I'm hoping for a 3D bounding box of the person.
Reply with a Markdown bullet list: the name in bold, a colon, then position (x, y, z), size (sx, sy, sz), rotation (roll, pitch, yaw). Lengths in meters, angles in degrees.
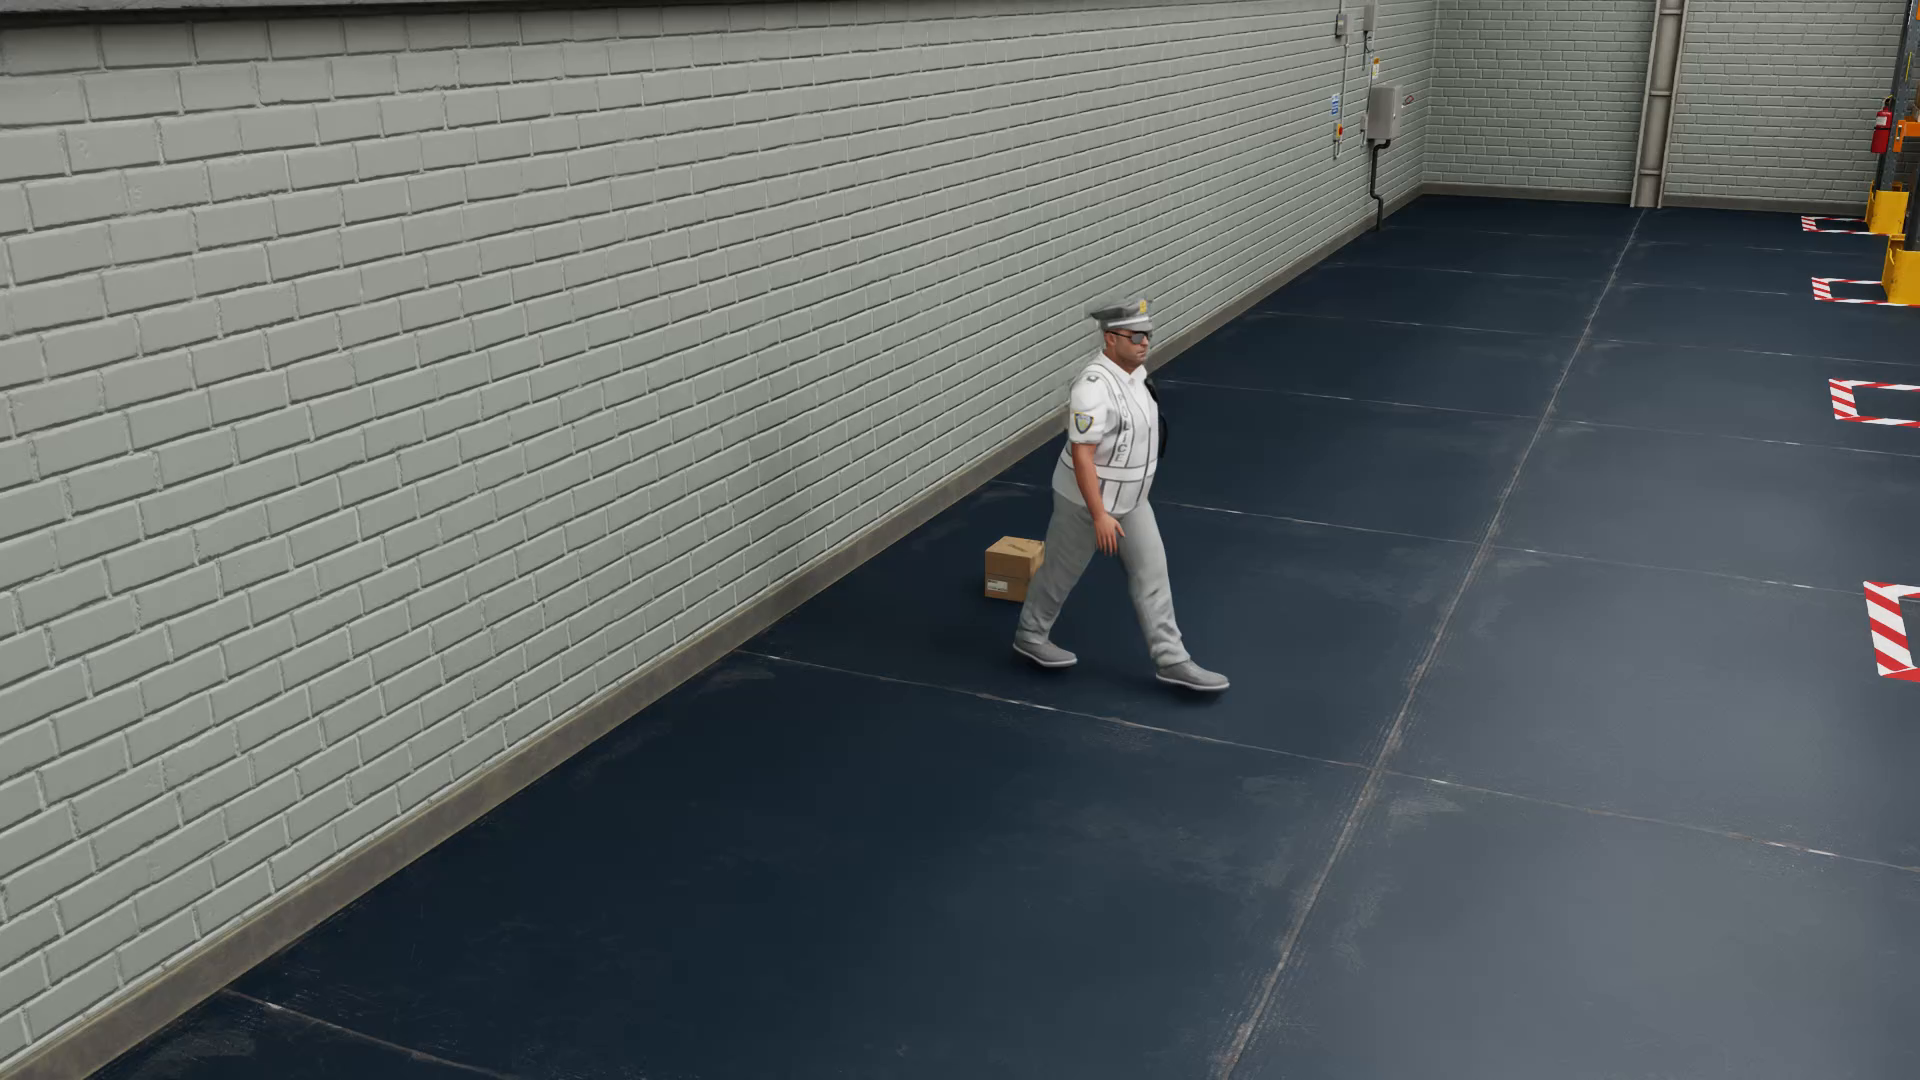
- **person**: position (0.663, -0.198, 7.089), size (1.004, 1.701, 0.570), rotation (15, 24, 37)
